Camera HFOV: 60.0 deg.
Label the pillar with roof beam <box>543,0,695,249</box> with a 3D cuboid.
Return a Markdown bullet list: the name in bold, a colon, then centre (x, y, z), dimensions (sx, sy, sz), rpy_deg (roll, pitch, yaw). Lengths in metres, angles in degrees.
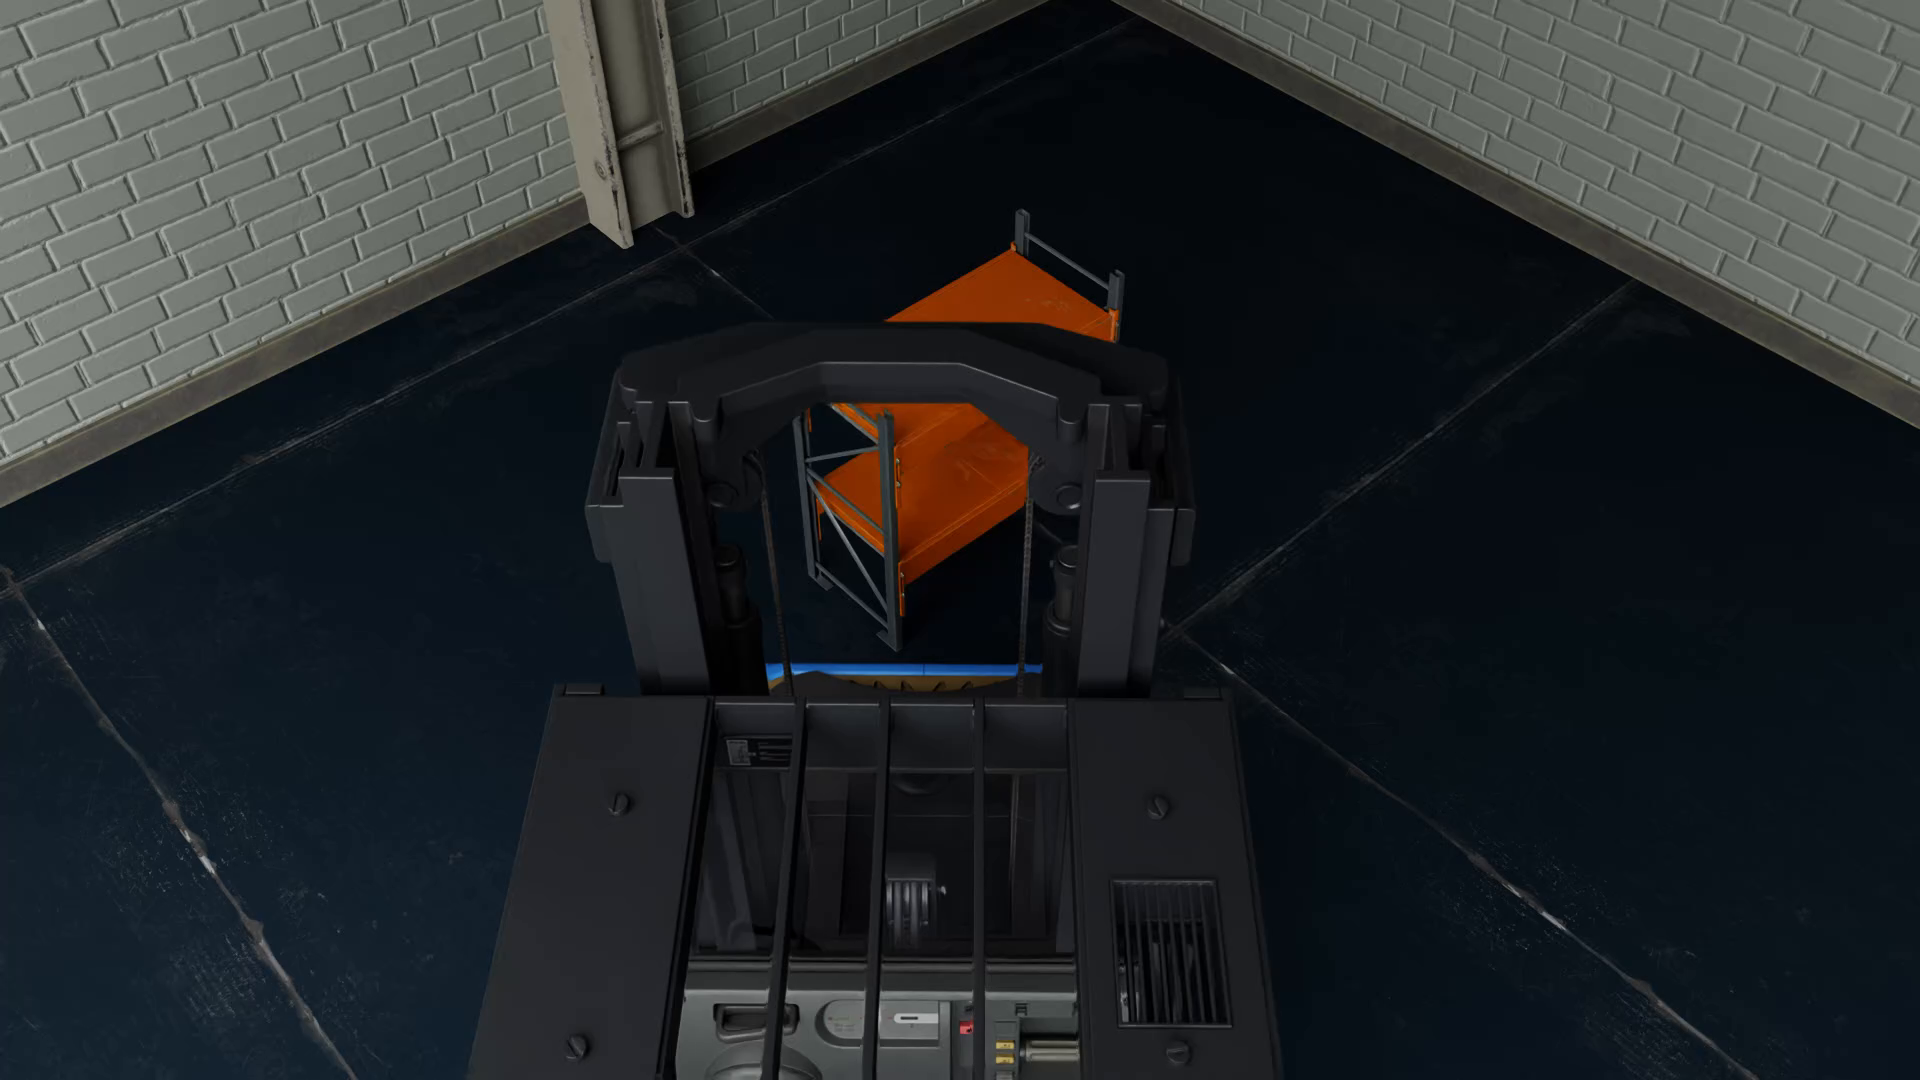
- **pillar with roof beam**: centre (1.436, -2.195, 2.152), dimensions (0.400, 9.000, 9.100), rpy_deg (-34, 56, -27)

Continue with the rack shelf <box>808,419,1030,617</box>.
- **rack shelf**: centre (-0.005, -0.212, 6.013), dimensions (1.000, 0.278, 0.538), rpy_deg (-34, 56, -27)

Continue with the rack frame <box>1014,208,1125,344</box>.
- **rack frame**: centre (0.371, -0.629, 6.065), dimensions (0.032, 1.125, 0.500), rpy_deg (-34, 56, -27)

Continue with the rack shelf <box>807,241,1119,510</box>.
- **rack shelf**: centre (-0.005, -0.577, 5.618), dimensions (1.000, 0.278, 0.538), rpy_deg (-34, 56, -27)

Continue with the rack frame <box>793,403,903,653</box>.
- **rack frame**: centre (-0.381, -0.127, 5.602), dimensions (0.032, 1.125, 0.500), rpy_deg (-34, 56, -27)

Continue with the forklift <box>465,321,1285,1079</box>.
- **forklift**: centre (-0.109, 1.152, 3.193), dimensions (1.130, 2.935, 3.031), rpy_deg (0, 47, 0)

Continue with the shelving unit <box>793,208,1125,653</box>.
- **shelving unit**: centre (-0.005, -0.378, 5.834), dimensions (1.048, 1.125, 0.538), rpy_deg (-34, 56, -27)
